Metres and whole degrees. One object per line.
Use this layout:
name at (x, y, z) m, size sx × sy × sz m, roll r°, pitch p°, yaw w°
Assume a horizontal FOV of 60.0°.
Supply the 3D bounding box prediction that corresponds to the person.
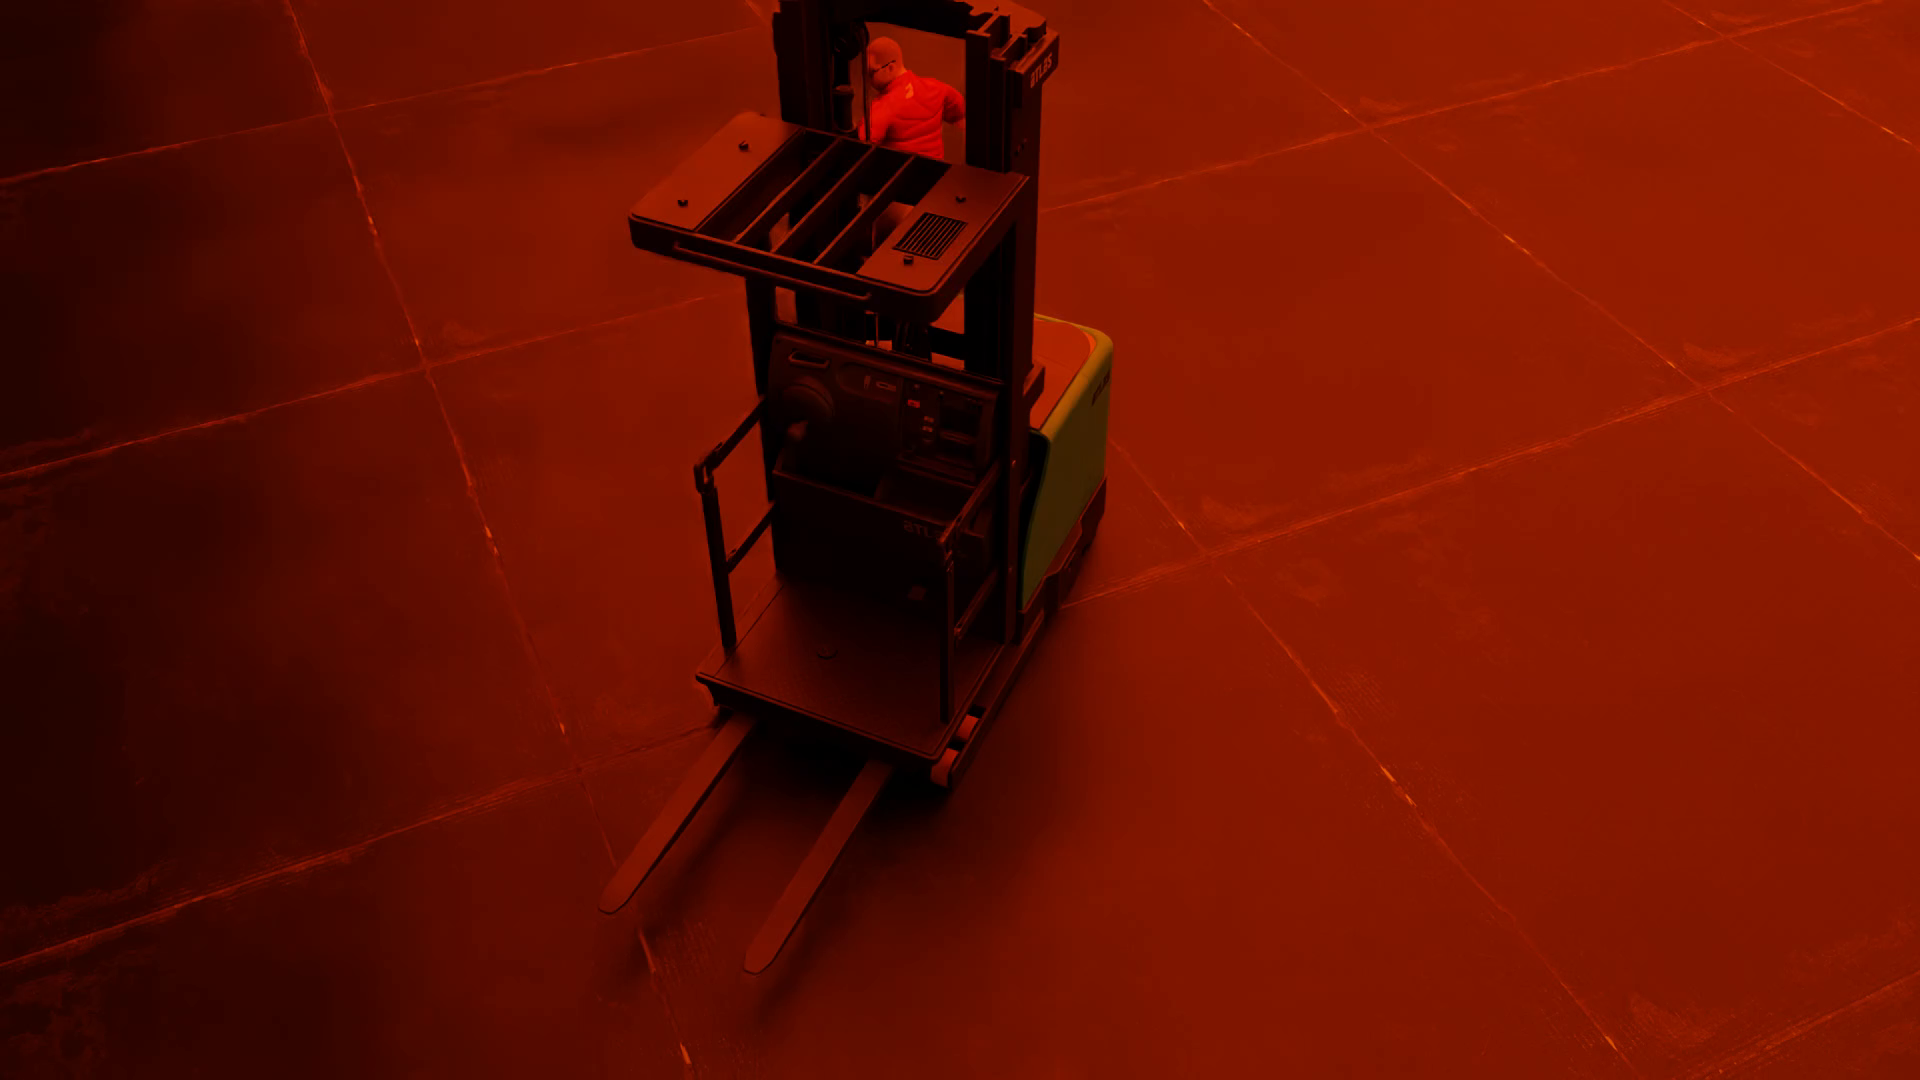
person at (-0.243, -1.824, 8.721) m, size 1.028 × 1.662 × 0.549 m, roll -27°, pitch 49°, yaw -26°

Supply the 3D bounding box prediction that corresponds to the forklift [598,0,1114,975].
forklift at (-0.389, -0.409, 6.118) m, size 1.130 × 2.935 × 3.031 m, roll 17°, pitch 46°, yaw 18°
